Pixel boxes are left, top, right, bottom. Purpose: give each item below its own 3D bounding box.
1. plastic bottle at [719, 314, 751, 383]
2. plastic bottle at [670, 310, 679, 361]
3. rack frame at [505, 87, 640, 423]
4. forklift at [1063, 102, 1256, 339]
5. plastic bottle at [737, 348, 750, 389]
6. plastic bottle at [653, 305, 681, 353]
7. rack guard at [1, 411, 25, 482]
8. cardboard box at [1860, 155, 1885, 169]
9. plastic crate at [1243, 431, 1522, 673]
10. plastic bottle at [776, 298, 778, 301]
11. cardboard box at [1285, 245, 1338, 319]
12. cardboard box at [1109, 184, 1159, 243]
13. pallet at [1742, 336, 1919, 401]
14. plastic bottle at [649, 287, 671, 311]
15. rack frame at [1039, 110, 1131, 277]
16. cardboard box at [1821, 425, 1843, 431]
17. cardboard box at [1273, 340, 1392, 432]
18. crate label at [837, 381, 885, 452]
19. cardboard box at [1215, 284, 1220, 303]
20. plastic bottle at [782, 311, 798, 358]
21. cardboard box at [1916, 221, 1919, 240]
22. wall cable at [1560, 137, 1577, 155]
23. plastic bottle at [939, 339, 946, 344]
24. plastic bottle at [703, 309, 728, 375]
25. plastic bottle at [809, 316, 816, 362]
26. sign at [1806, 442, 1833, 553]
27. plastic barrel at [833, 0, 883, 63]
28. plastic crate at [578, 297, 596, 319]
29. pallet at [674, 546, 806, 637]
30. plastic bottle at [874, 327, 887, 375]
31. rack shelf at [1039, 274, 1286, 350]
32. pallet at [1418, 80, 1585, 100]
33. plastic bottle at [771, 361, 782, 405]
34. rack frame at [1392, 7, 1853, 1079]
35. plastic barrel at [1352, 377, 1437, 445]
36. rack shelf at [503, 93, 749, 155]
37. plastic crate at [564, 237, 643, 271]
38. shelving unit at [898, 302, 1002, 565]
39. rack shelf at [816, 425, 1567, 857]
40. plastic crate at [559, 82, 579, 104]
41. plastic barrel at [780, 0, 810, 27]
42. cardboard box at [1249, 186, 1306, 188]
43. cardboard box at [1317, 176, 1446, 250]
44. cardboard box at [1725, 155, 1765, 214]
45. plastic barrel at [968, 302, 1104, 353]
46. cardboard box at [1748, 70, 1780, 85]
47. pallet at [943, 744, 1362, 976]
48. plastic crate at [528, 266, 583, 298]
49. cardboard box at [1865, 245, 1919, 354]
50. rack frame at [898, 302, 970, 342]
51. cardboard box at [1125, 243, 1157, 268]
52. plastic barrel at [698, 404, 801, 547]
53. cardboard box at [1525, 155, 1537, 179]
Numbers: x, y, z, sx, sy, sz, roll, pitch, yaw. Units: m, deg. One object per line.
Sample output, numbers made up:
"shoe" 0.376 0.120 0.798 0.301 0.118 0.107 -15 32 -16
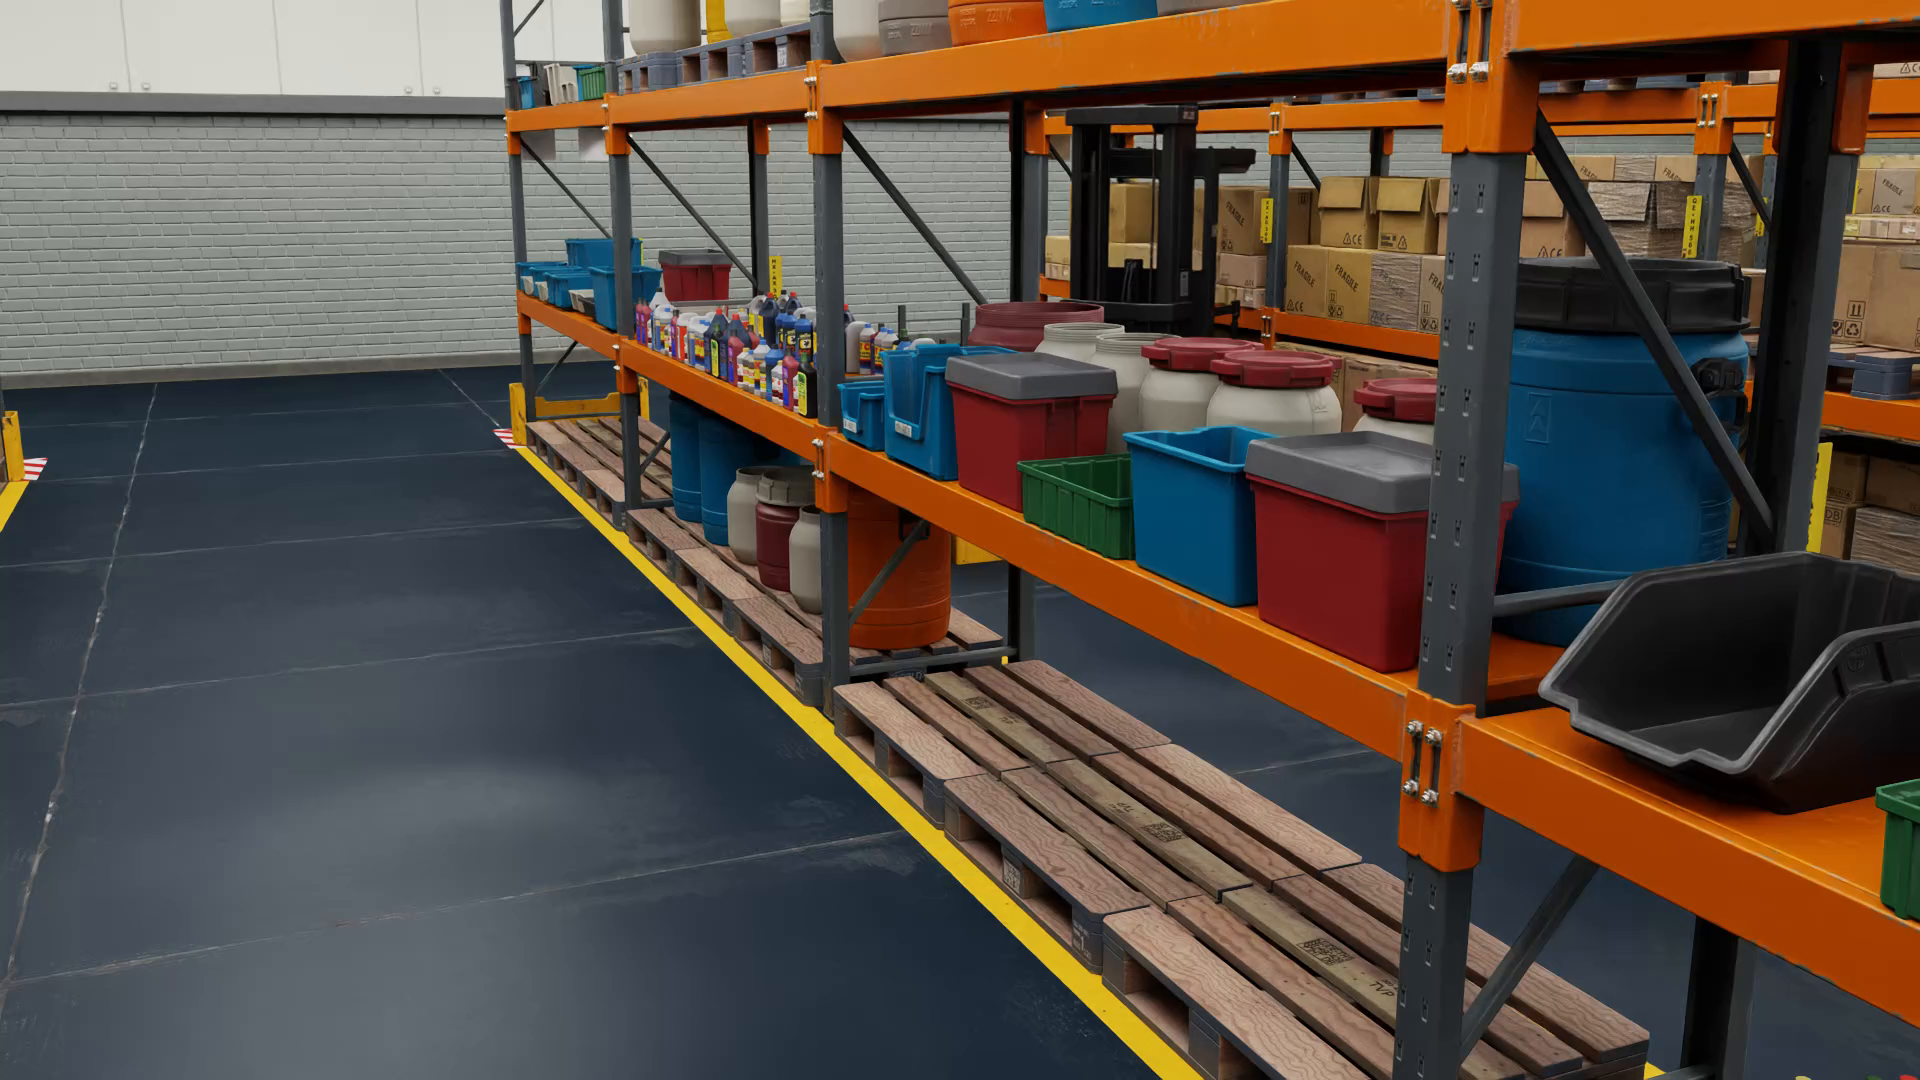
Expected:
"plastic bottle" -1.168 -1.001 8.654 0.144 0.351 0.185 -6 14 -23
"plastic bottle" -1.622 -1.179 9.572 0.061 0.283 0.133 -6 14 -23
"rack frame" -3.336 -2.360 14.417 1.000 3.000 0.127 -6 14 -23
"forklift" 1.559 -1.952 12.804 1.130 2.935 3.031 9 16 33
"plastic bottle" -1.080 -0.870 8.417 0.097 0.201 0.097 0 13 0
"plastic bottle" -1.751 -1.268 9.971 0.152 0.276 0.135 -6 14 -23
"rack guard" -7.846 -0.680 12.701 1.175 0.500 0.348 -6 14 -23
"cardboard box" 10.462 -4.292 18.884 0.380 0.149 0.250 -6 14 -25
"plastic crate" 0.996 0.015 4.010 0.402 0.464 0.583 -6 14 -23
"plastic bottle" -1.146 -1.381 10.445 0.061 0.283 0.133 -6 14 -23
"cardboard box" 2.759 -1.913 12.259 0.500 0.500 0.500 -6 14 -23
"cardboard box" 1.560 -2.912 14.808 0.500 0.500 0.500 -6 14 -24
"pallet" 4.789 -0.924 8.635 1.213 0.211 1.003 -6 14 -23
"plastic bottle" -1.874 -1.400 10.375 0.144 0.351 0.185 -6 14 -23
"rack frame" 1.202 -2.808 16.349 1.000 3.000 0.127 -6 14 -23
"cardboard box" 7.442 -1.219 14.096 0.500 0.500 0.500 -5 14 -21
"cardboard box" 3.079 -1.020 12.407 1.225 0.875 0.875 -6 14 -23
"crate label" -0.307 -0.505 6.772 0.303 0.233 0.416 -6 14 -23
"cardboard box" 2.176 -1.999 13.410 0.380 0.149 0.250 -6 14 -24
"plastic bottle" -0.985 -1.197 9.673 0.097 0.271 0.097 0 13 0
"cardboard box" 7.644 -2.391 12.853 0.380 0.149 0.250 -5 14 -21
"wall cable" 9.297 -5.491 25.691 0.588 1.984 0.122 -6 14 -23
"plastic bottle" -0.099 -0.841 8.112 0.061 0.283 0.133 -6 14 -23
"plastic bottle" -1.296 -1.067 8.938 0.144 0.351 0.185 -6 14 -23
"plastic bottle" -0.785 -1.166 9.531 0.152 0.276 0.135 -6 14 -23
"sign" 1.979 -0.064 3.878 0.100 0.325 0.005 -6 14 -23
"plastic barrel" -0.288 -2.132 6.527 0.421 0.512 0.421 0 13 0
"plastic crate" -2.429 -1.636 11.764 0.437 0.125 0.590 -6 14 -23
"pallet" -0.971 0.240 9.365 1.003 0.211 1.213 -6 14 -23
"plastic bottle" -0.401 -0.981 8.741 0.097 0.271 0.097 0 13 0
"rack shelf" 2.003 -2.044 14.645 1.077 0.370 4.000 -6 14 -23
"pallet" 3.649 -2.883 10.442 1.003 0.211 1.213 -5 14 -20
"plastic bottle" -0.846 -0.749 7.895 0.097 0.201 0.097 0 13 0
"rack frame" 1.473 0.118 3.706 0.949 2.616 0.053 -6 14 -23
"plastic barrel" 1.288 -0.165 4.629 0.433 0.535 0.433 0 13 0
"rack shelf" -2.535 -3.058 12.374 1.077 0.370 4.000 -6 14 -23
"plastic crate" -3.031 -2.355 14.180 0.616 0.435 0.499 -6 14 -23
"shelving unit" 0.031 -0.715 10.633 0.587 1.500 1.083 -6 14 -23
"rack shelf" 0.669 0.056 5.571 1.077 0.370 4.000 -6 14 -23
"plastic crate" -2.592 -3.095 11.524 0.293 0.136 0.466 -6 14 -23
"plastic barrel" -0.696 -2.515 7.805 0.301 0.262 0.301 0 13 0
"cardboard box" 2.656 -2.643 13.648 0.500 0.500 0.500 -6 14 -23
"cardboard box" 3.067 -2.388 12.087 0.797 0.503 0.637 -6 14 -24
"cardboard box" 6.953 -3.162 14.781 0.500 0.500 0.500 -6 14 -25
"plastic barrel" 0.332 -0.705 6.964 0.600 0.536 0.708 -6 14 -23
"cardboard box" 4.361 -2.423 8.368 0.500 0.250 0.500 -5 14 -22
"pallet" 0.628 1.066 5.795 1.003 0.211 1.213 -6 14 -23
"plastic crate" -3.276 -2.091 13.492 0.416 0.233 0.300 -6 14 -23
"cardboard box" 4.975 -1.194 8.224 0.700 0.500 0.500 -3 13 -15
"rack frame" -0.169 -0.818 11.078 0.500 1.500 0.032 -6 14 -23
"cardboard box" 1.773 -2.438 14.424 0.500 0.250 0.500 -6 14 -24
"plastic barrel" -1.248 -0.456 9.911 0.600 0.901 0.708 -6 14 -23
"cardboard box" 5.931 -3.695 17.085 0.500 0.500 0.500 -5 14 -21
